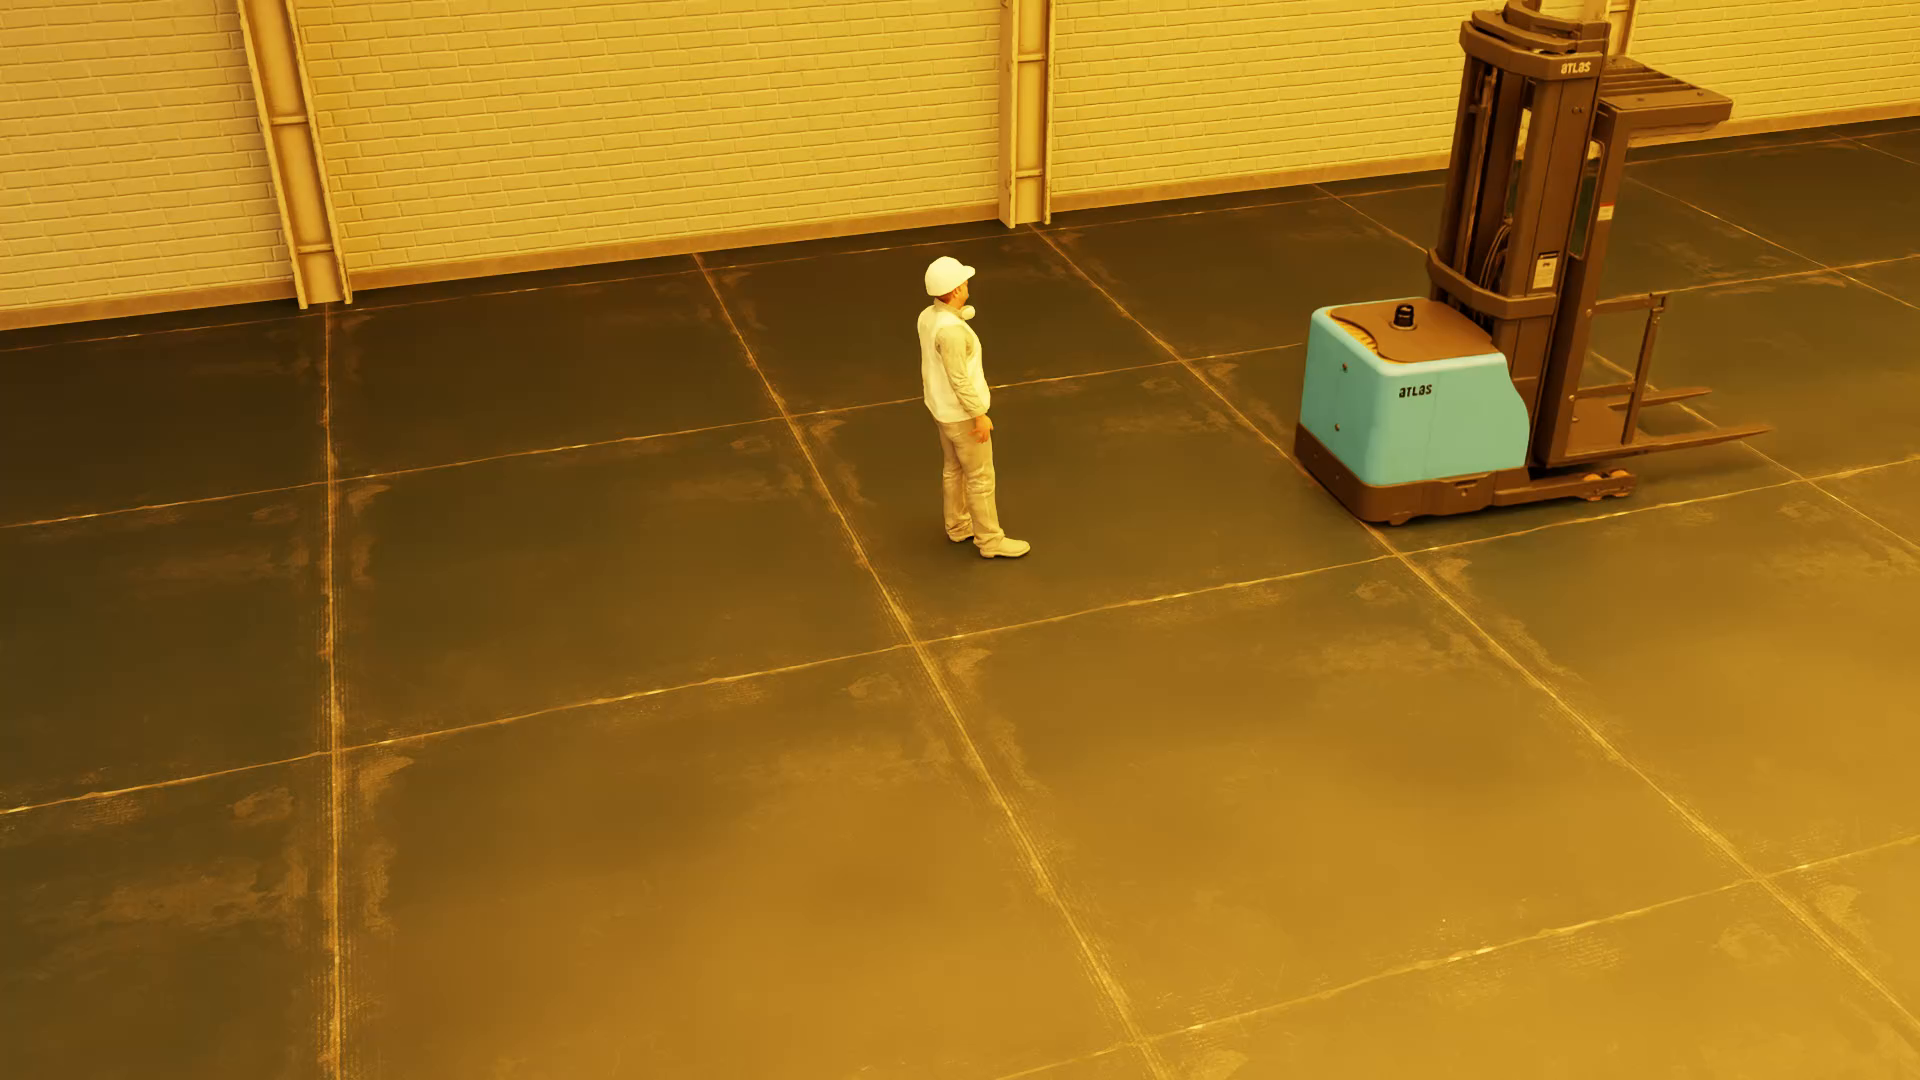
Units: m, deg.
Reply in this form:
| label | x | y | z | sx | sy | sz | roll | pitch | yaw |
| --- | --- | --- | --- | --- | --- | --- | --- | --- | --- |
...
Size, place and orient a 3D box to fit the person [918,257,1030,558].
| label | x | y | z | sx | sy | sz | roll | pitch | yaw |
| --- | --- | --- | --- | --- | --- | --- | --- | --- | --- |
| person | 0.062 | -0.782 | 9.591 | 0.566 | 1.775 | 0.634 | -10 | 31 | -16 |

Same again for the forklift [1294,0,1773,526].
| label | x | y | z | sx | sy | sz | roll | pitch | yaw |
| --- | --- | --- | --- | --- | --- | --- | --- | --- | --- |
| forklift | 3.756 | -1.760 | 10.146 | 3.031 | 2.935 | 1.130 | -8 | 31 | -14 |
